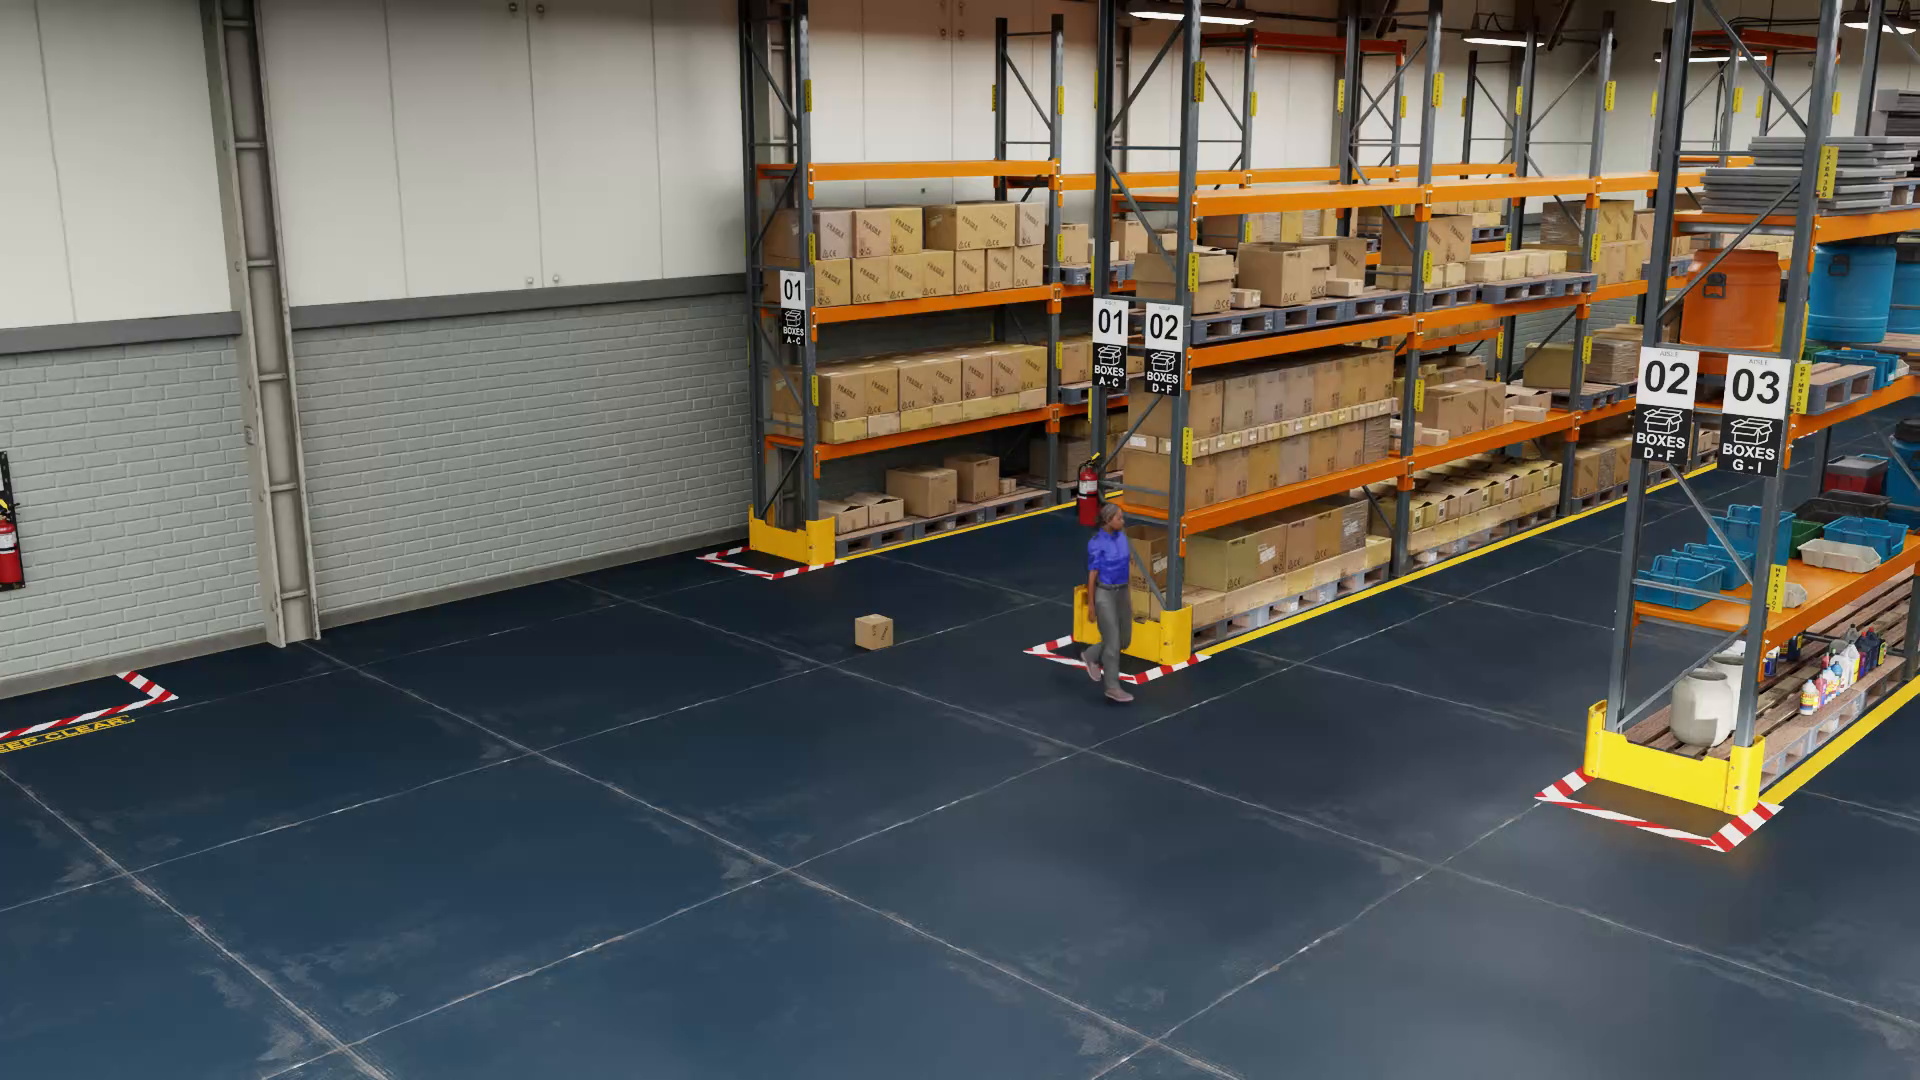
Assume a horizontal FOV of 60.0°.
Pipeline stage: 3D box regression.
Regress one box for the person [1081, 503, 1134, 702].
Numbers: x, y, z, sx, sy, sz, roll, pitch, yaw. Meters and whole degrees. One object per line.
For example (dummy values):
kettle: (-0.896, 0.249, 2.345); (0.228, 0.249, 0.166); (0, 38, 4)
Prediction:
person: (1.250, 0.487, 13.946); (0.471, 1.631, 0.720); (-12, 18, -40)
